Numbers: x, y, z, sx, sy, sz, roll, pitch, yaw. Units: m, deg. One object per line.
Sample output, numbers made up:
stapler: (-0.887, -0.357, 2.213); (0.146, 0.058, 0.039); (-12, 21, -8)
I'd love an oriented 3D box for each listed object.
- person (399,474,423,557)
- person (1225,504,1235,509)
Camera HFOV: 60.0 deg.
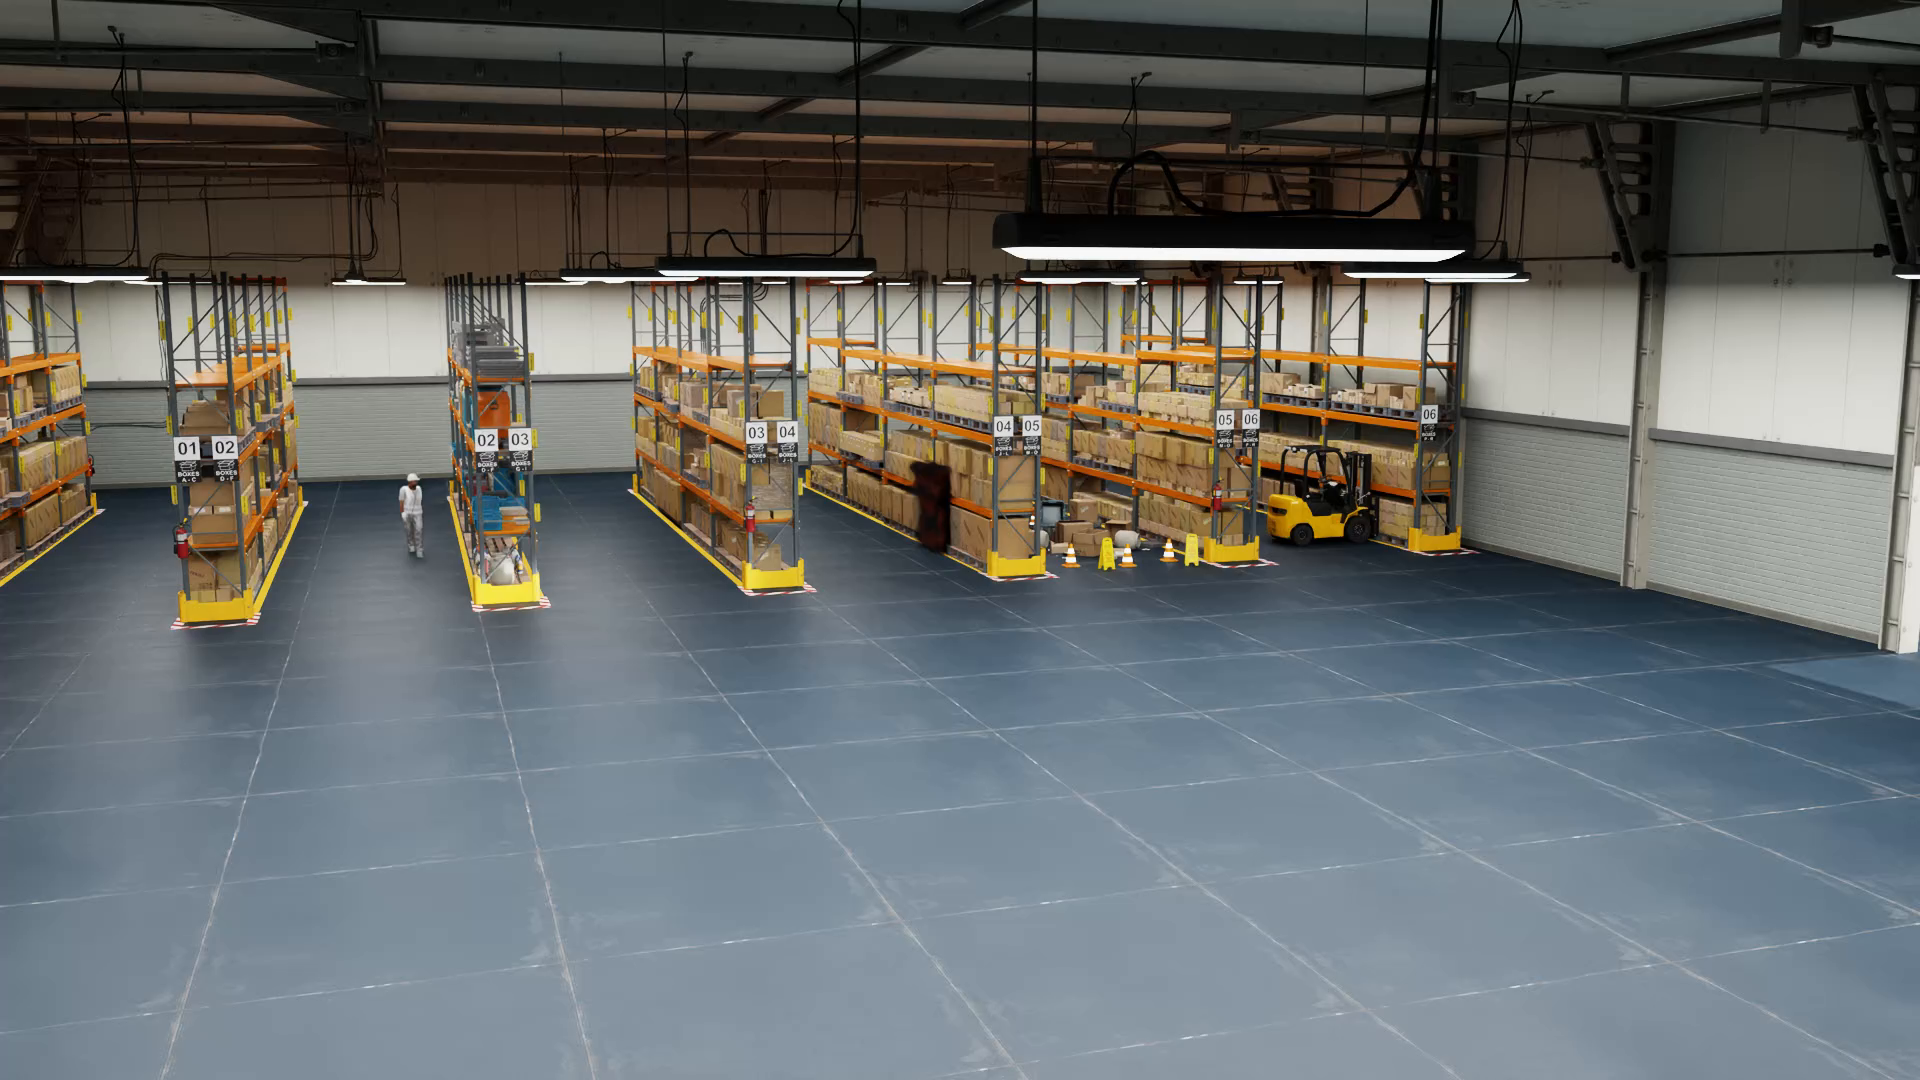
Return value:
person: (-11.825, -0.554, 35.824); (0.478, 1.746, 0.945); (-2, 9, -16)
person: (6.419, -1.057, 39.614); (0.434, 1.668, 0.512); (2, 9, 10)
